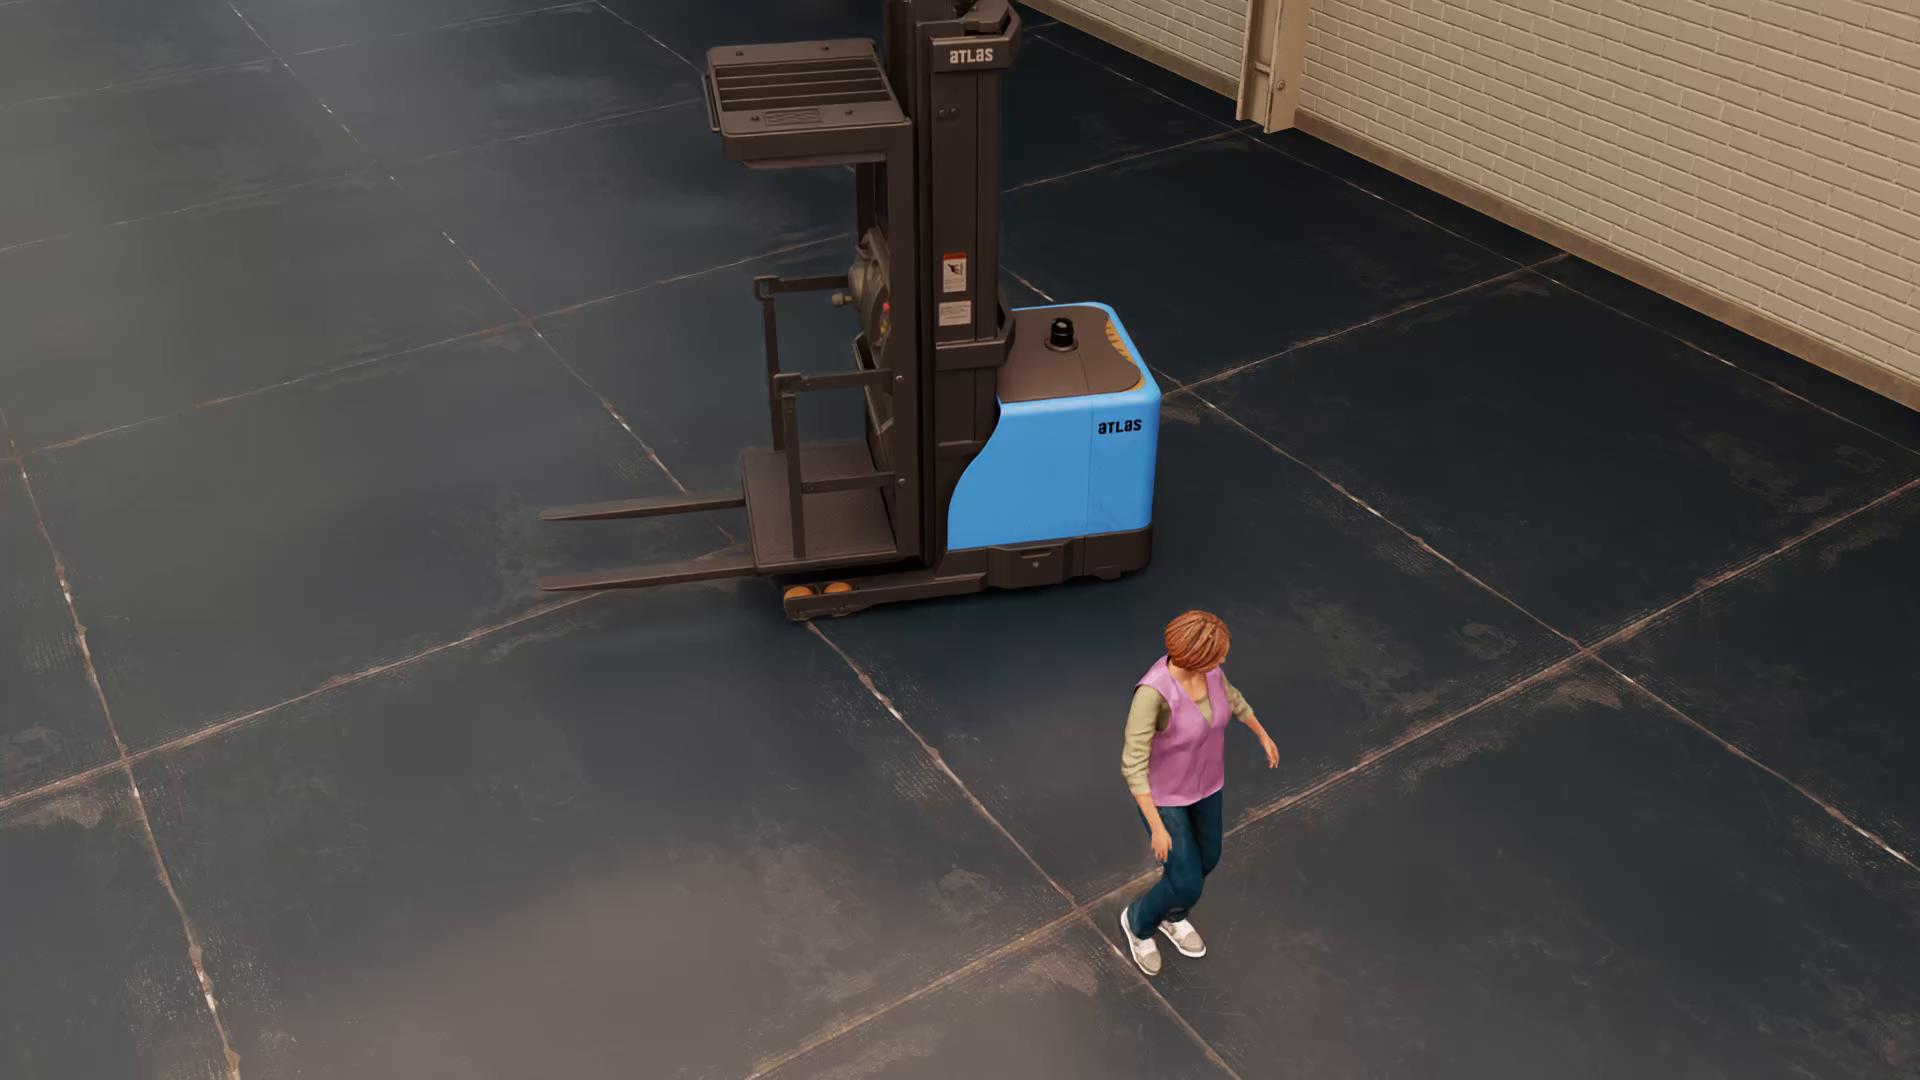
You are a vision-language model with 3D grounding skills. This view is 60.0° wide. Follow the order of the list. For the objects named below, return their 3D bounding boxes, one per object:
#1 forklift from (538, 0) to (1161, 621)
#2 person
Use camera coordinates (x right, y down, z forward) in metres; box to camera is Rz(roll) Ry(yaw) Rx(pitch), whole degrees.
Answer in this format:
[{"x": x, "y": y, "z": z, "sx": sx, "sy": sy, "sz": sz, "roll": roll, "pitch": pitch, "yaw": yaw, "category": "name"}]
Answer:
[{"x": -0.599, "y": -1.134, "z": 7.761, "sx": 3.031, "sy": 2.935, "sz": 1.130, "roll": -6, "pitch": 36, "yaw": -9, "category": "forklift"}, {"x": 0.860, "y": 0.915, "z": 6.045, "sx": 0.686, "sy": 1.571, "sz": 0.420, "roll": -25, "pitch": 42, "yaw": -31, "category": "person"}]
